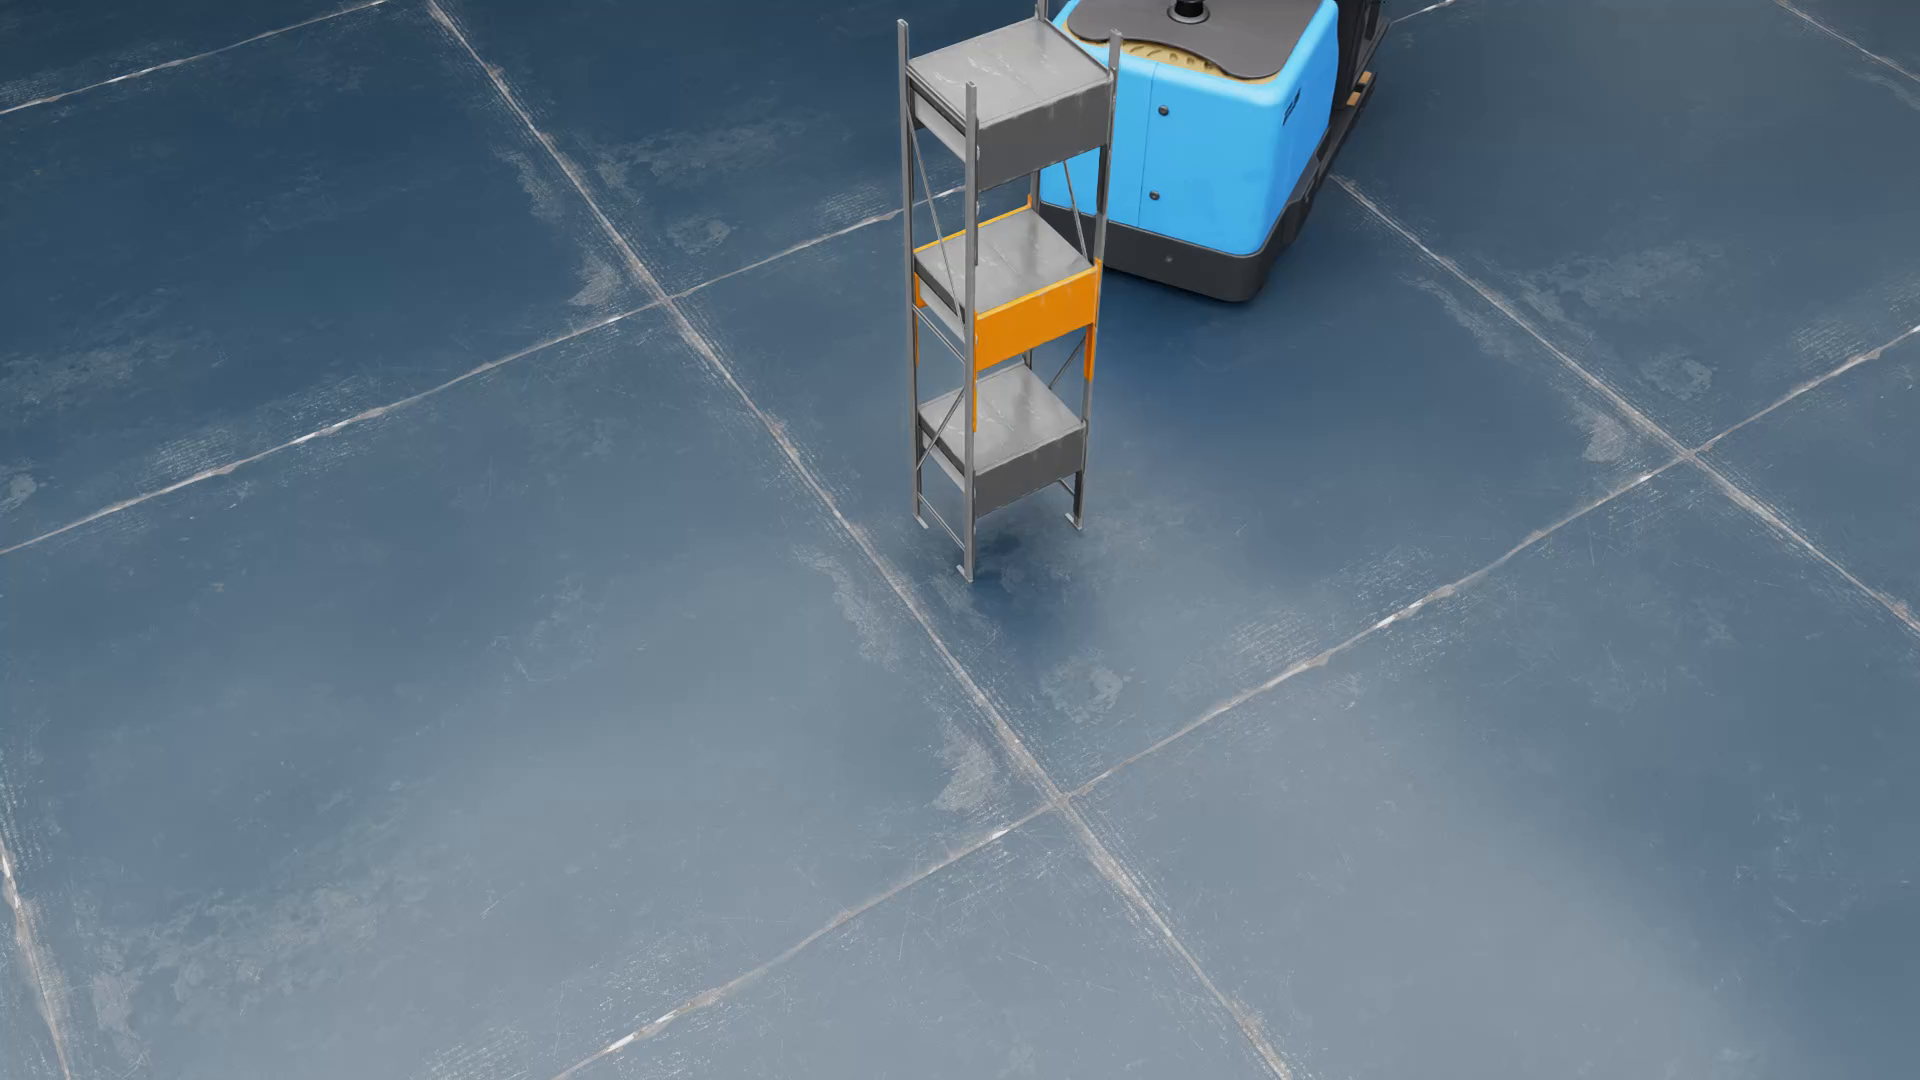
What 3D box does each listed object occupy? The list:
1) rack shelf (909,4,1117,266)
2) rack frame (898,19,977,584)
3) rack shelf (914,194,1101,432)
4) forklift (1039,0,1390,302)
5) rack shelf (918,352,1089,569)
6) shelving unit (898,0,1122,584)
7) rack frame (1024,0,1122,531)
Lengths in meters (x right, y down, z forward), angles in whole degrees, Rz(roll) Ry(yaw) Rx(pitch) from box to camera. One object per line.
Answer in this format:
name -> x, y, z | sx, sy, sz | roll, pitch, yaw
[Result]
rack shelf -> 0.140, -1.221, 5.012 | 0.480, 0.518, 0.431 | -25, 53, -21
rack frame -> -0.066, -0.667, 5.438 | 0.015, 2.100, 0.400 | -25, 53, -21
rack shelf -> 0.140, -0.755, 5.535 | 0.480, 0.518, 0.431 | -25, 53, -21
forklift -> 1.384, -3.099, 7.047 | 1.130, 2.935, 3.031 | 19, 51, 16
rack shelf -> 0.140, -0.290, 6.058 | 0.480, 0.518, 0.431 | -25, 53, -21
shelving unit -> 0.140, -0.764, 5.525 | 0.503, 2.100, 0.431 | -25, 53, -21
rack frame -> 0.346, -0.861, 5.611 | 0.015, 2.100, 0.400 | -25, 53, -21
